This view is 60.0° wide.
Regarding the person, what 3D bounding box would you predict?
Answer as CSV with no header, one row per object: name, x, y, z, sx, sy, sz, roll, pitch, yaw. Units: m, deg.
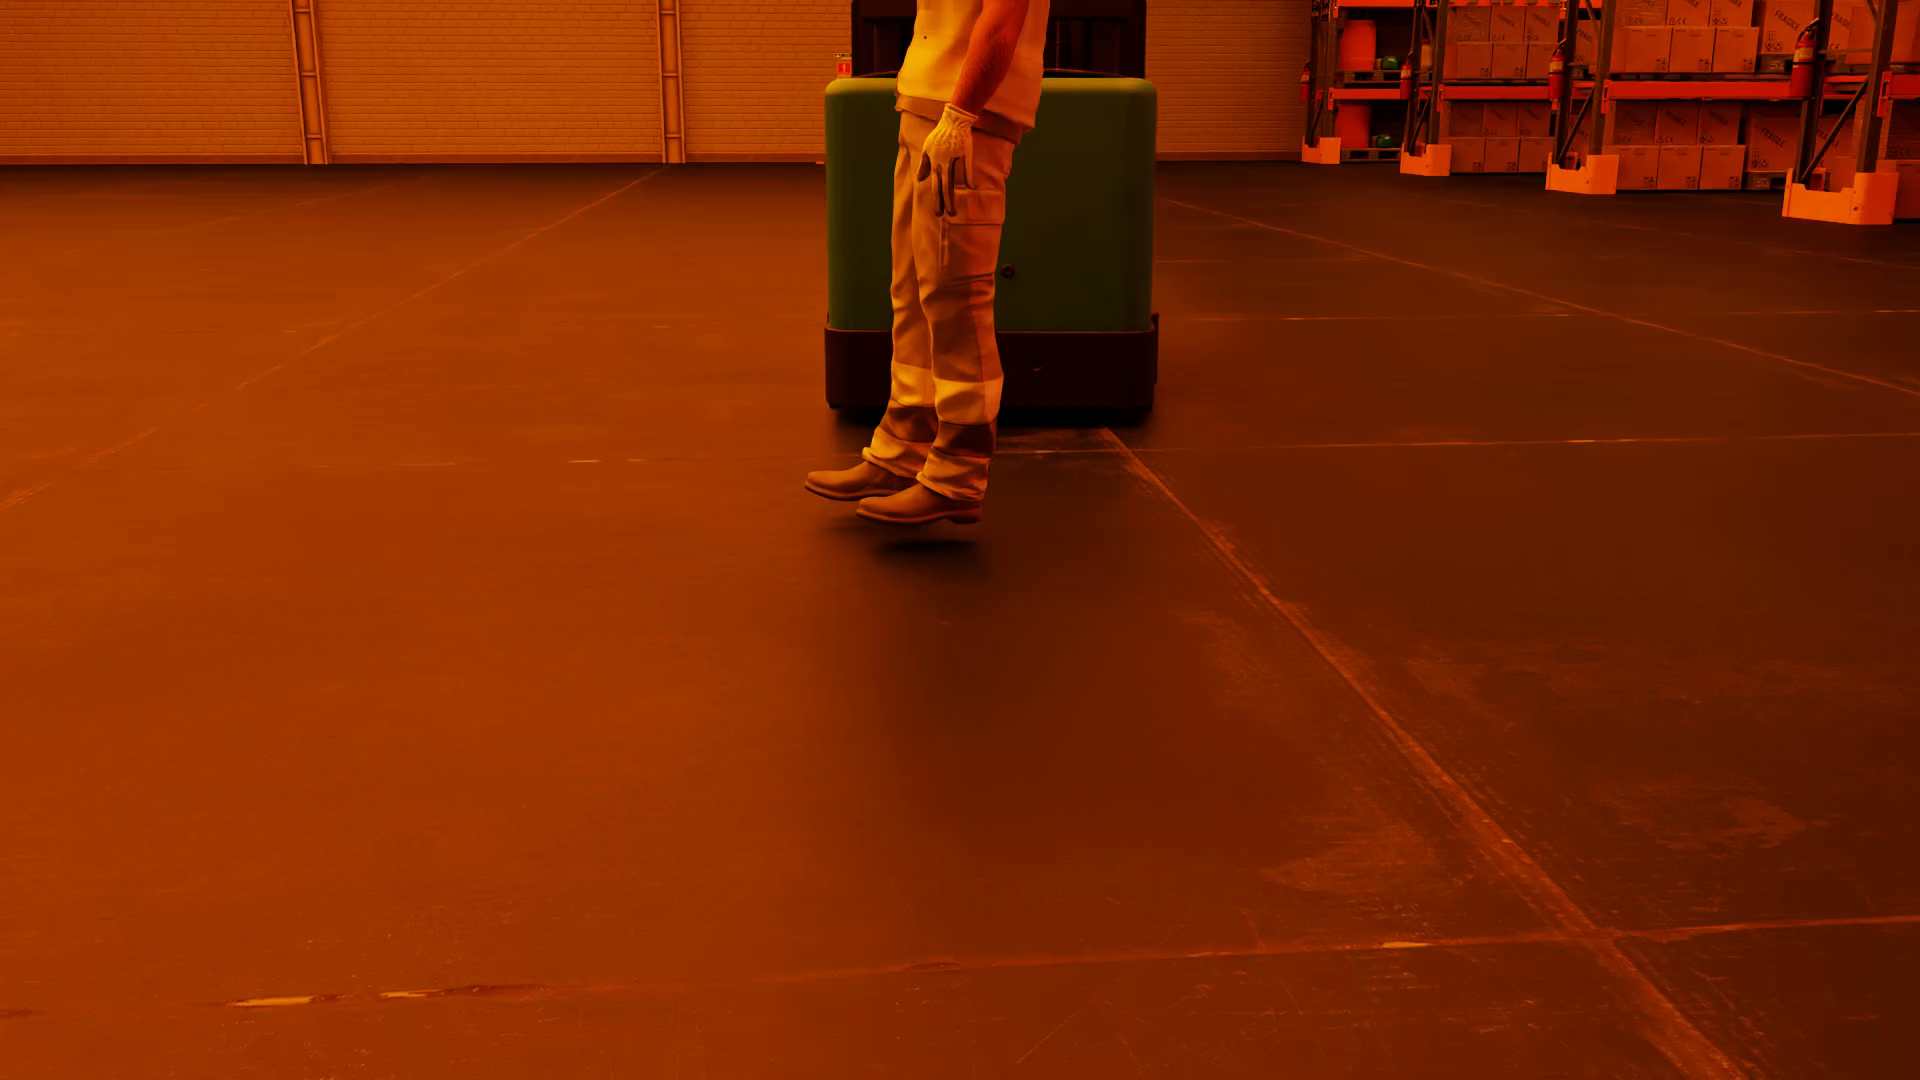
person,-0.081,-0.913,3.700,0.564,1.787,0.637,-1,15,-5

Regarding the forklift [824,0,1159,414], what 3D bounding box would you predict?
forklift,0.152,-2.149,6.347,1.130,2.935,3.031,1,15,2
